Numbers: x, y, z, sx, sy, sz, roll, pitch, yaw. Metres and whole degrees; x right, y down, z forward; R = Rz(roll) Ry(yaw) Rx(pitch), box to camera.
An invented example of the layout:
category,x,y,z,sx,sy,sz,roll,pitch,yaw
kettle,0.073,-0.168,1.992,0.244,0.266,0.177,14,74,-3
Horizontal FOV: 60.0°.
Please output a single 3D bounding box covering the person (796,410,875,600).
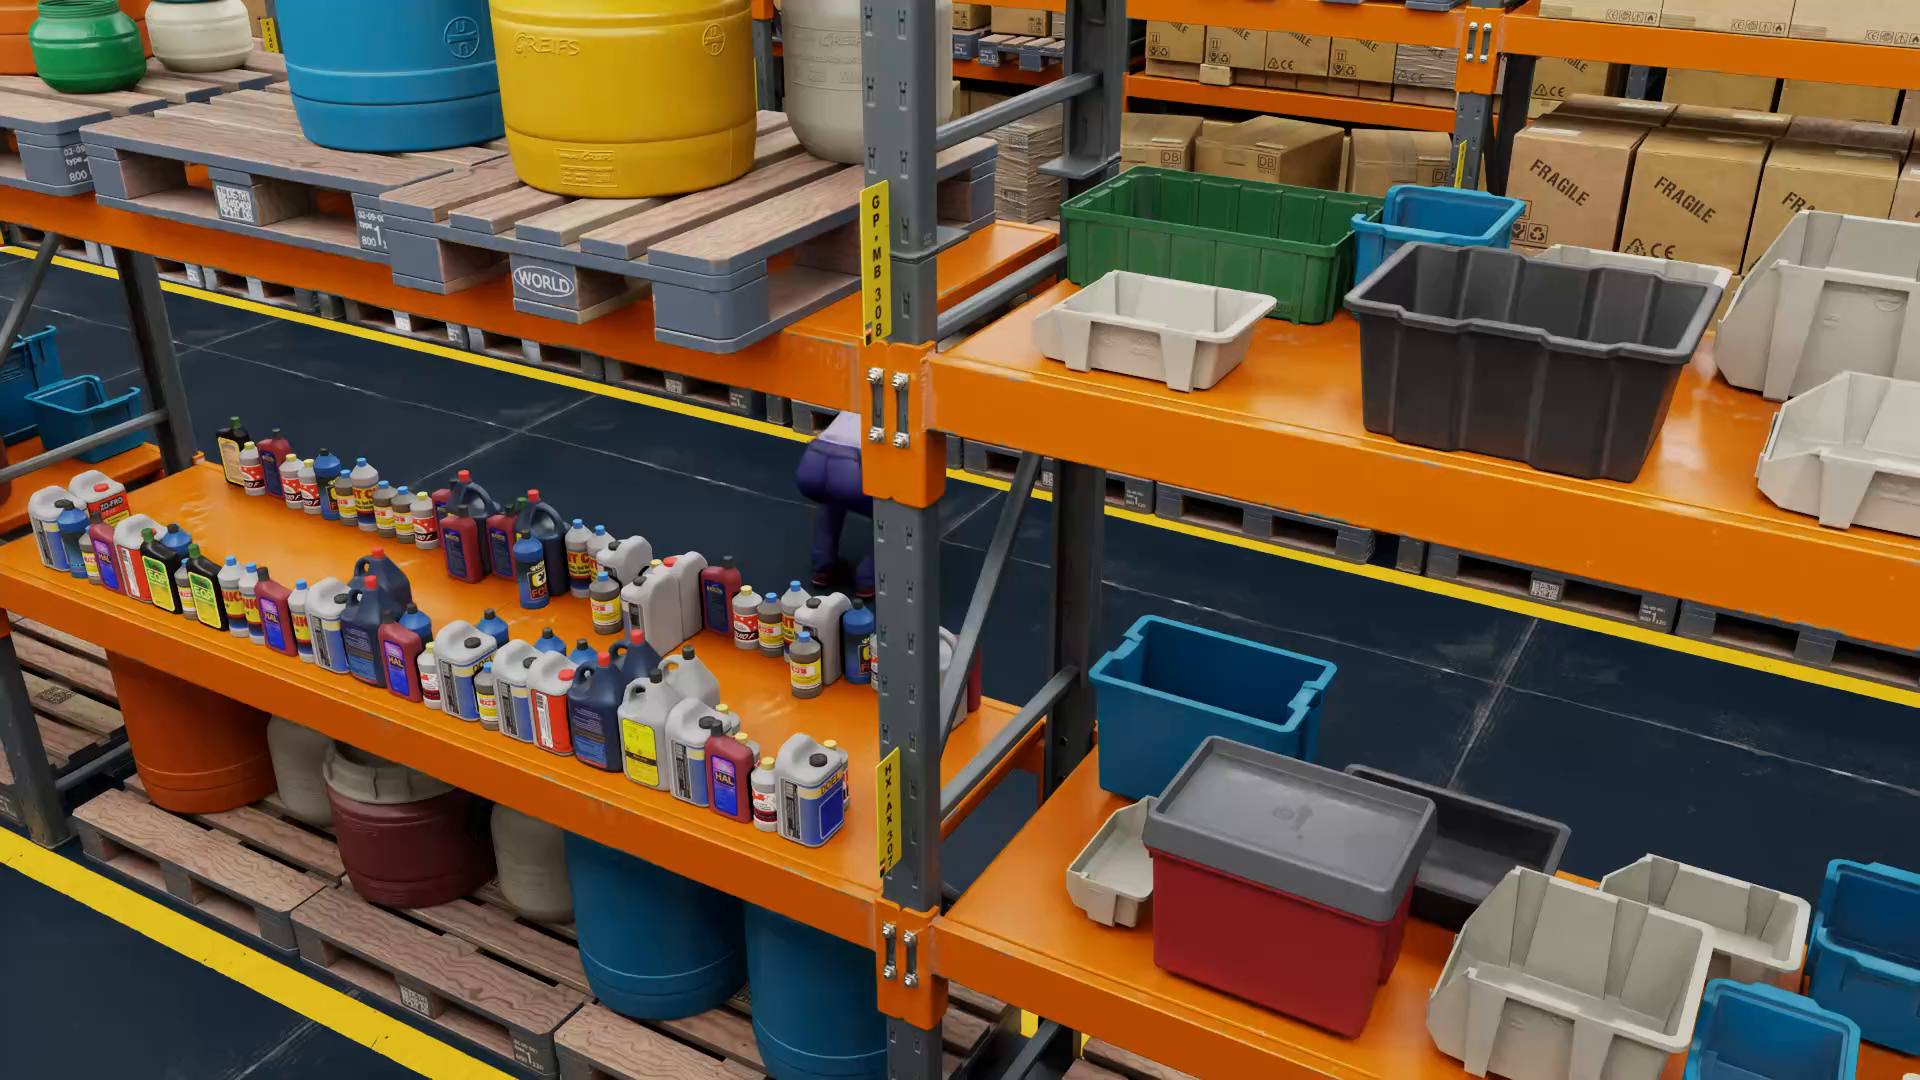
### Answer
category,x,y,z,sx,sy,sz,roll,pitch,yaw
person,-0.474,-0.272,8.428,0.520,0.972,0.892,13,29,24
